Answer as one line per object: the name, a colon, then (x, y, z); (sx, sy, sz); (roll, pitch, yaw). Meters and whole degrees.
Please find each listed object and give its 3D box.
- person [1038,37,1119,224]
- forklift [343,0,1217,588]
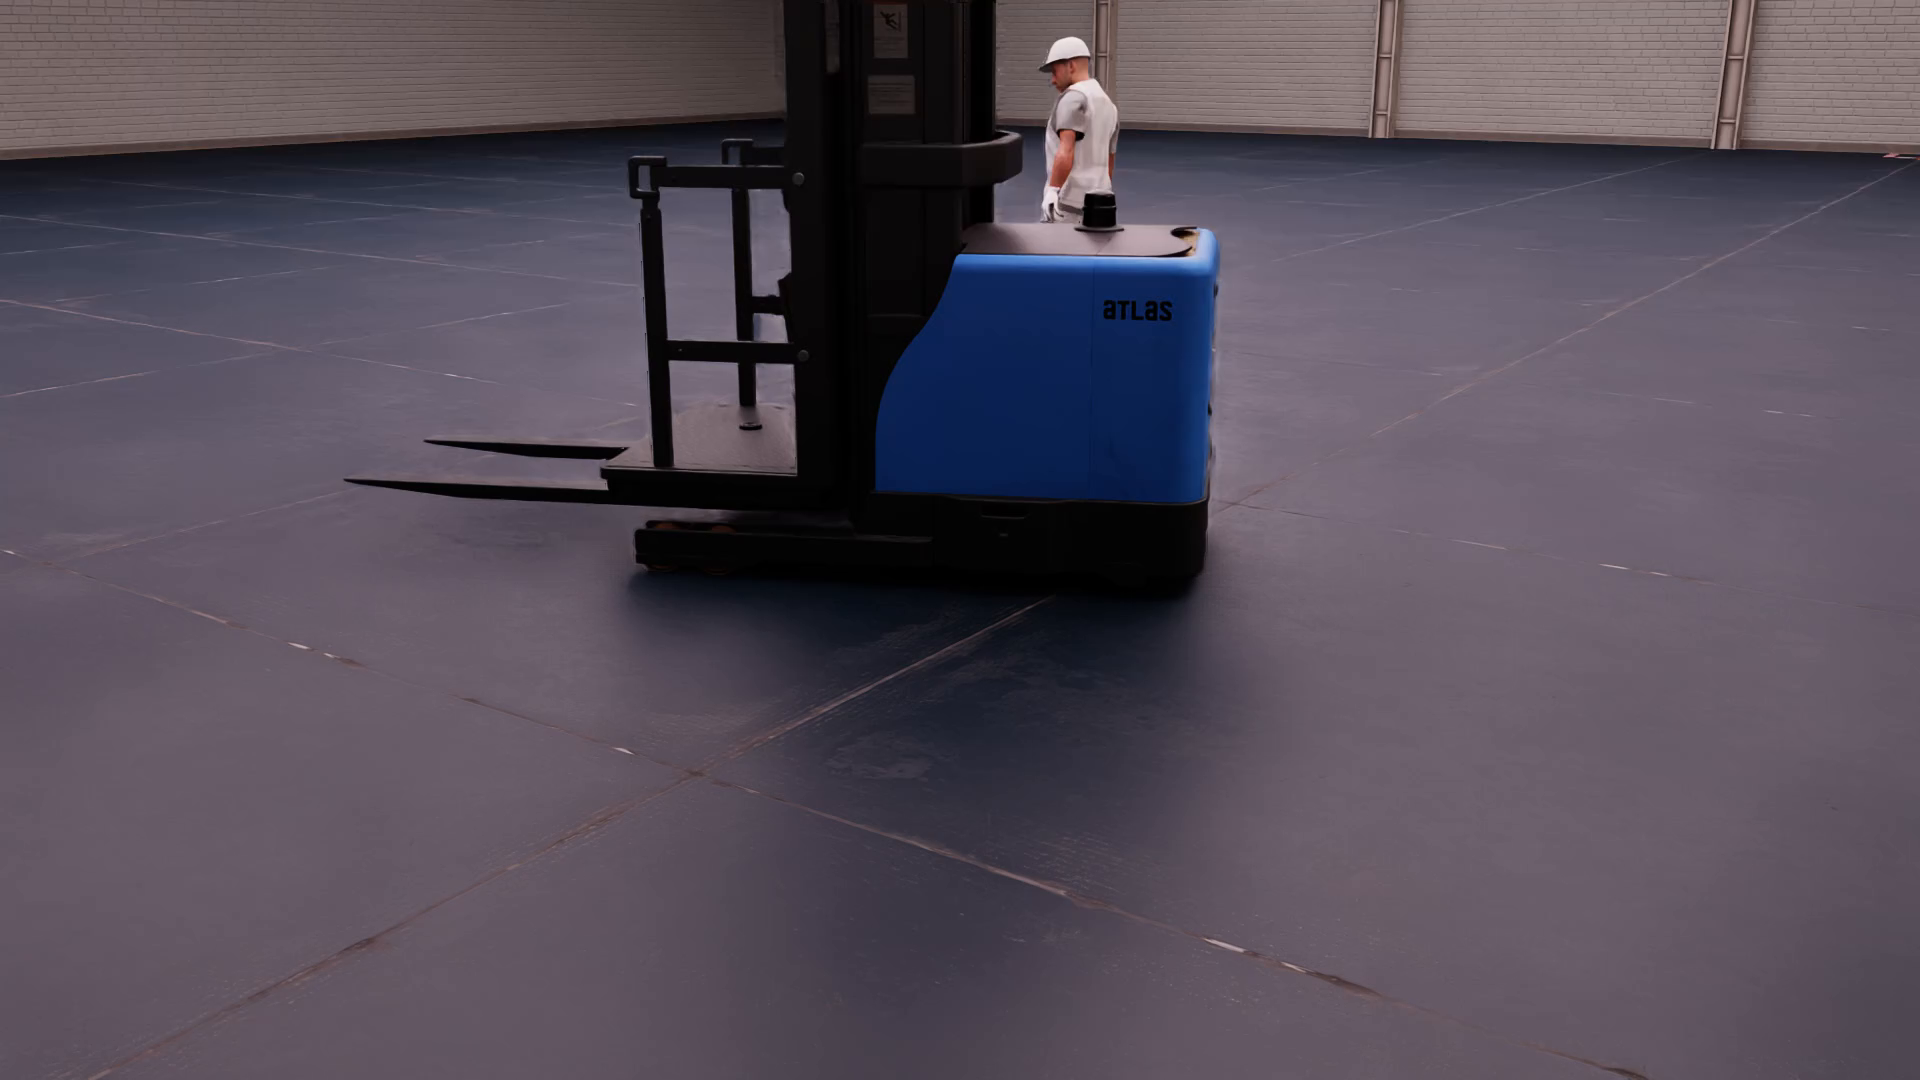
person: (0.577, -1.751, 8.783); (0.423, 1.734, 0.916); (9, 19, 29)
forklift: (-0.639, -1.430, 5.615); (3.031, 2.935, 1.130); (3, 17, 9)
